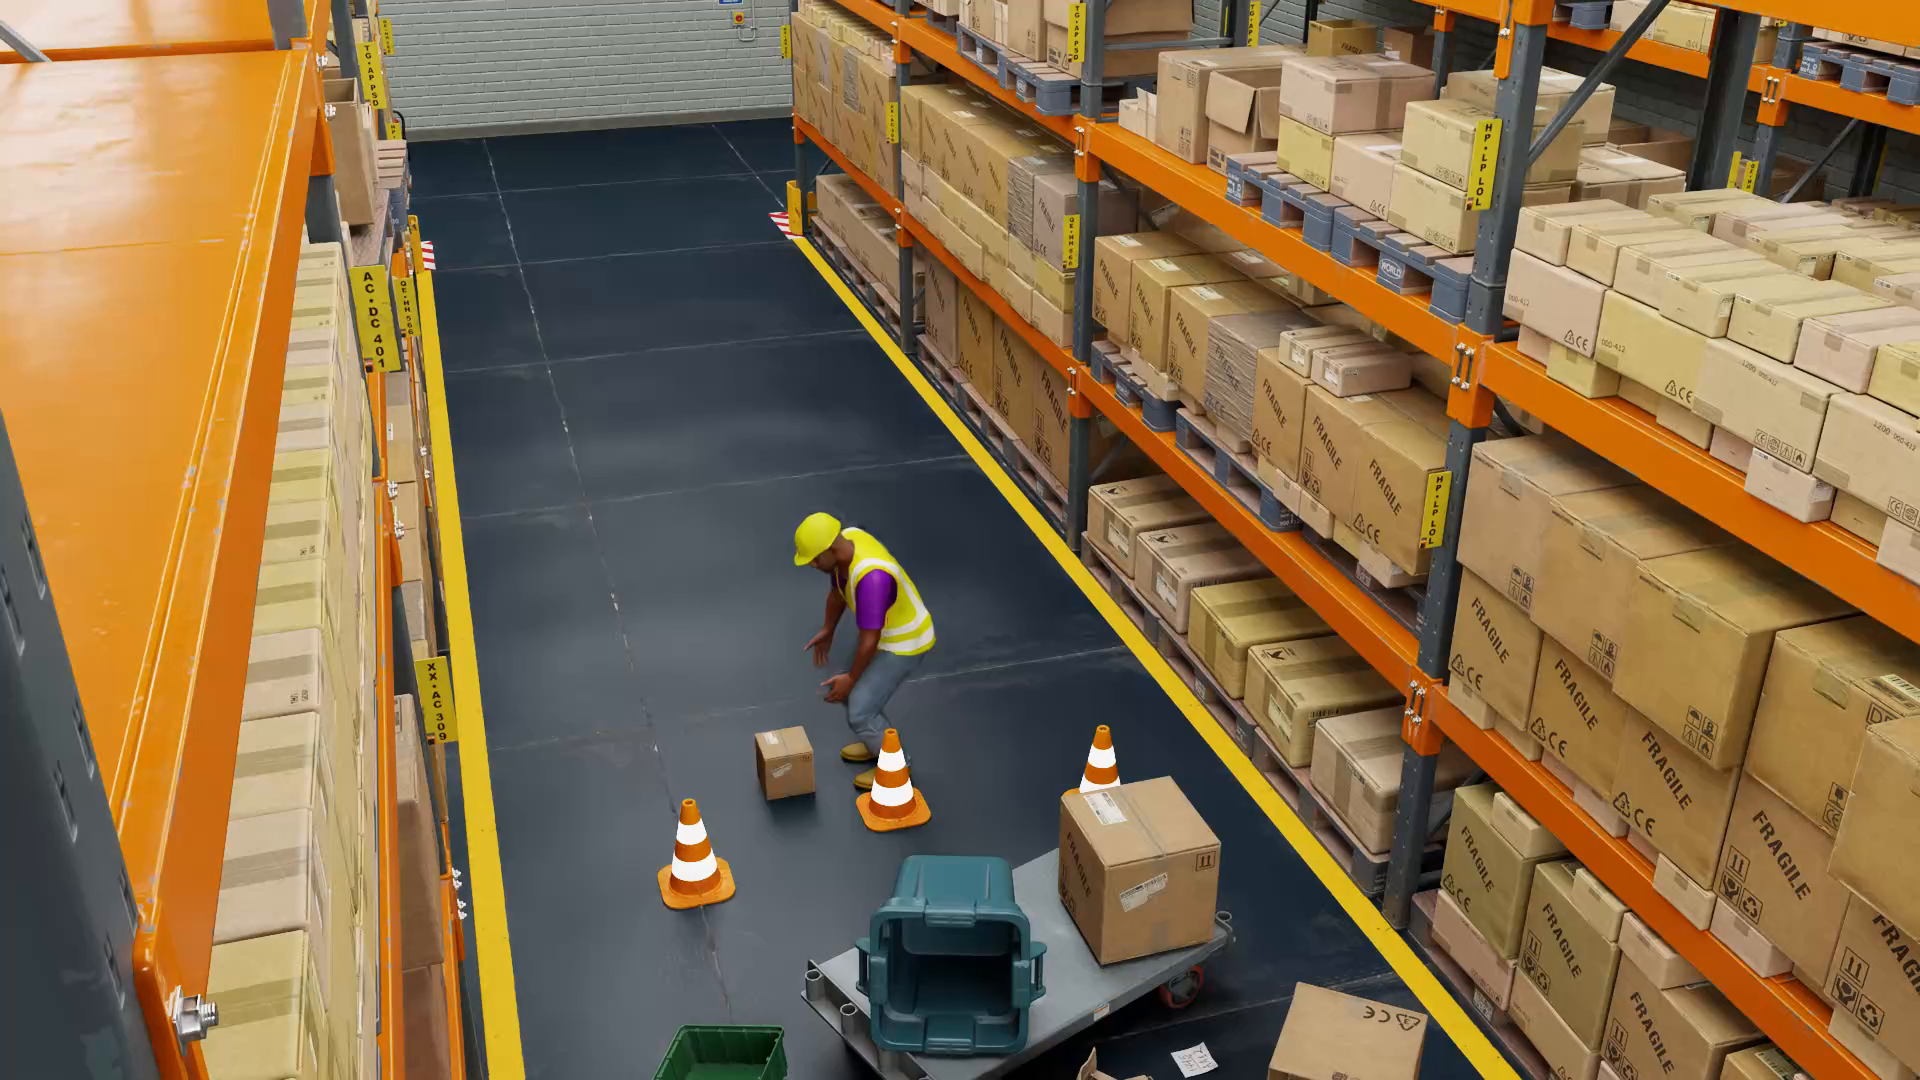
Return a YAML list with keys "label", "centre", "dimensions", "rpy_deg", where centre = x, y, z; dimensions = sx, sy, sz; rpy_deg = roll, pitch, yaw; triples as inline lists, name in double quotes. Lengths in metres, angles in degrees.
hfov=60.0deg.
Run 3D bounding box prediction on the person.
- label: "person"
  centre: [-0.468, 0.528, 8.296]
  dimensions: [0.683, 1.517, 0.627]
  rpy_deg: [-8, 27, -16]
